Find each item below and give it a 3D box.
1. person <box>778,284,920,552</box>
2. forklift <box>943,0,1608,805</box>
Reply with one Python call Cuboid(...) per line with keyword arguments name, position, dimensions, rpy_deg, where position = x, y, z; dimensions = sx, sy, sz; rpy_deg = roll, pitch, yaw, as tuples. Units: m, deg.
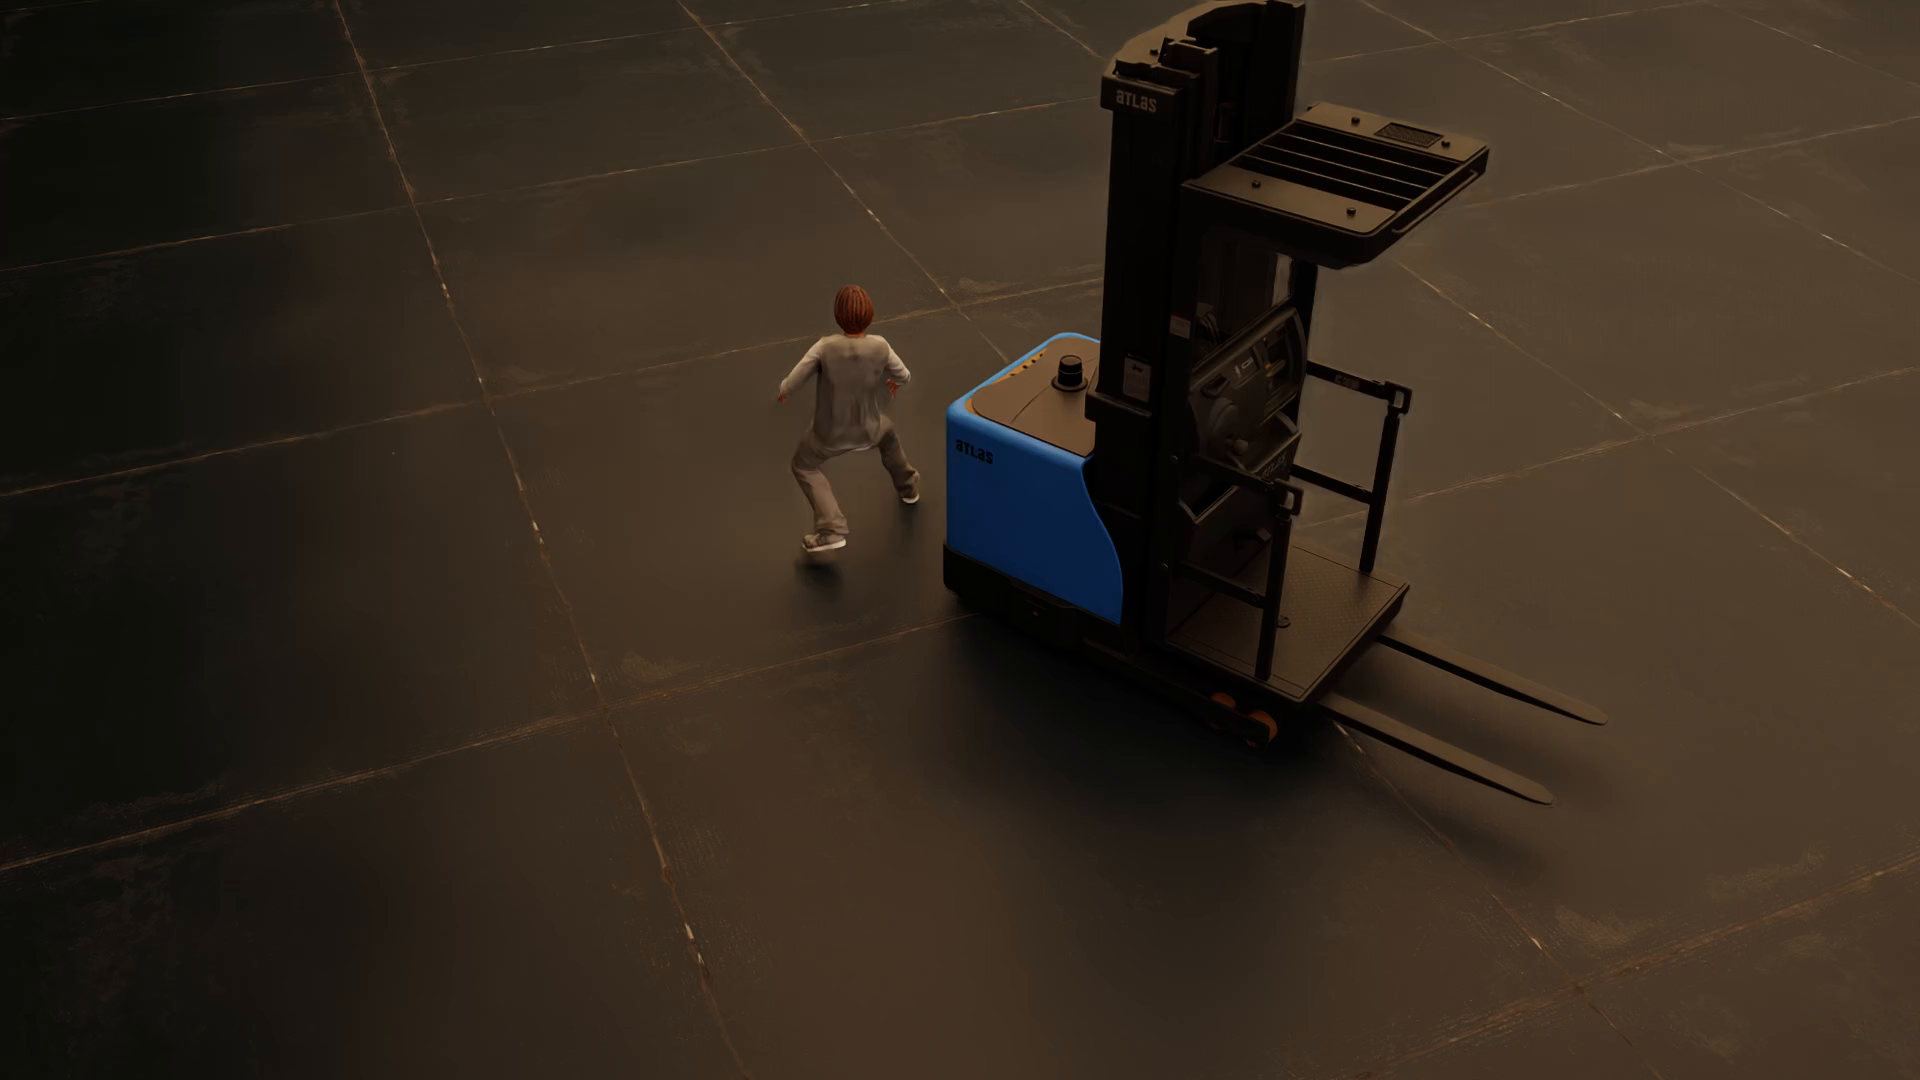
Cuboid(name="person", position=(-0.528, -0.682, 8.332), dimensions=(0.750, 1.439, 0.734), rpy_deg=(-8, 36, -11))
Cuboid(name="forklift", position=(1.395, -0.629, 6.983), dimensions=(3.031, 2.935, 1.130), rpy_deg=(24, 42, 30))
